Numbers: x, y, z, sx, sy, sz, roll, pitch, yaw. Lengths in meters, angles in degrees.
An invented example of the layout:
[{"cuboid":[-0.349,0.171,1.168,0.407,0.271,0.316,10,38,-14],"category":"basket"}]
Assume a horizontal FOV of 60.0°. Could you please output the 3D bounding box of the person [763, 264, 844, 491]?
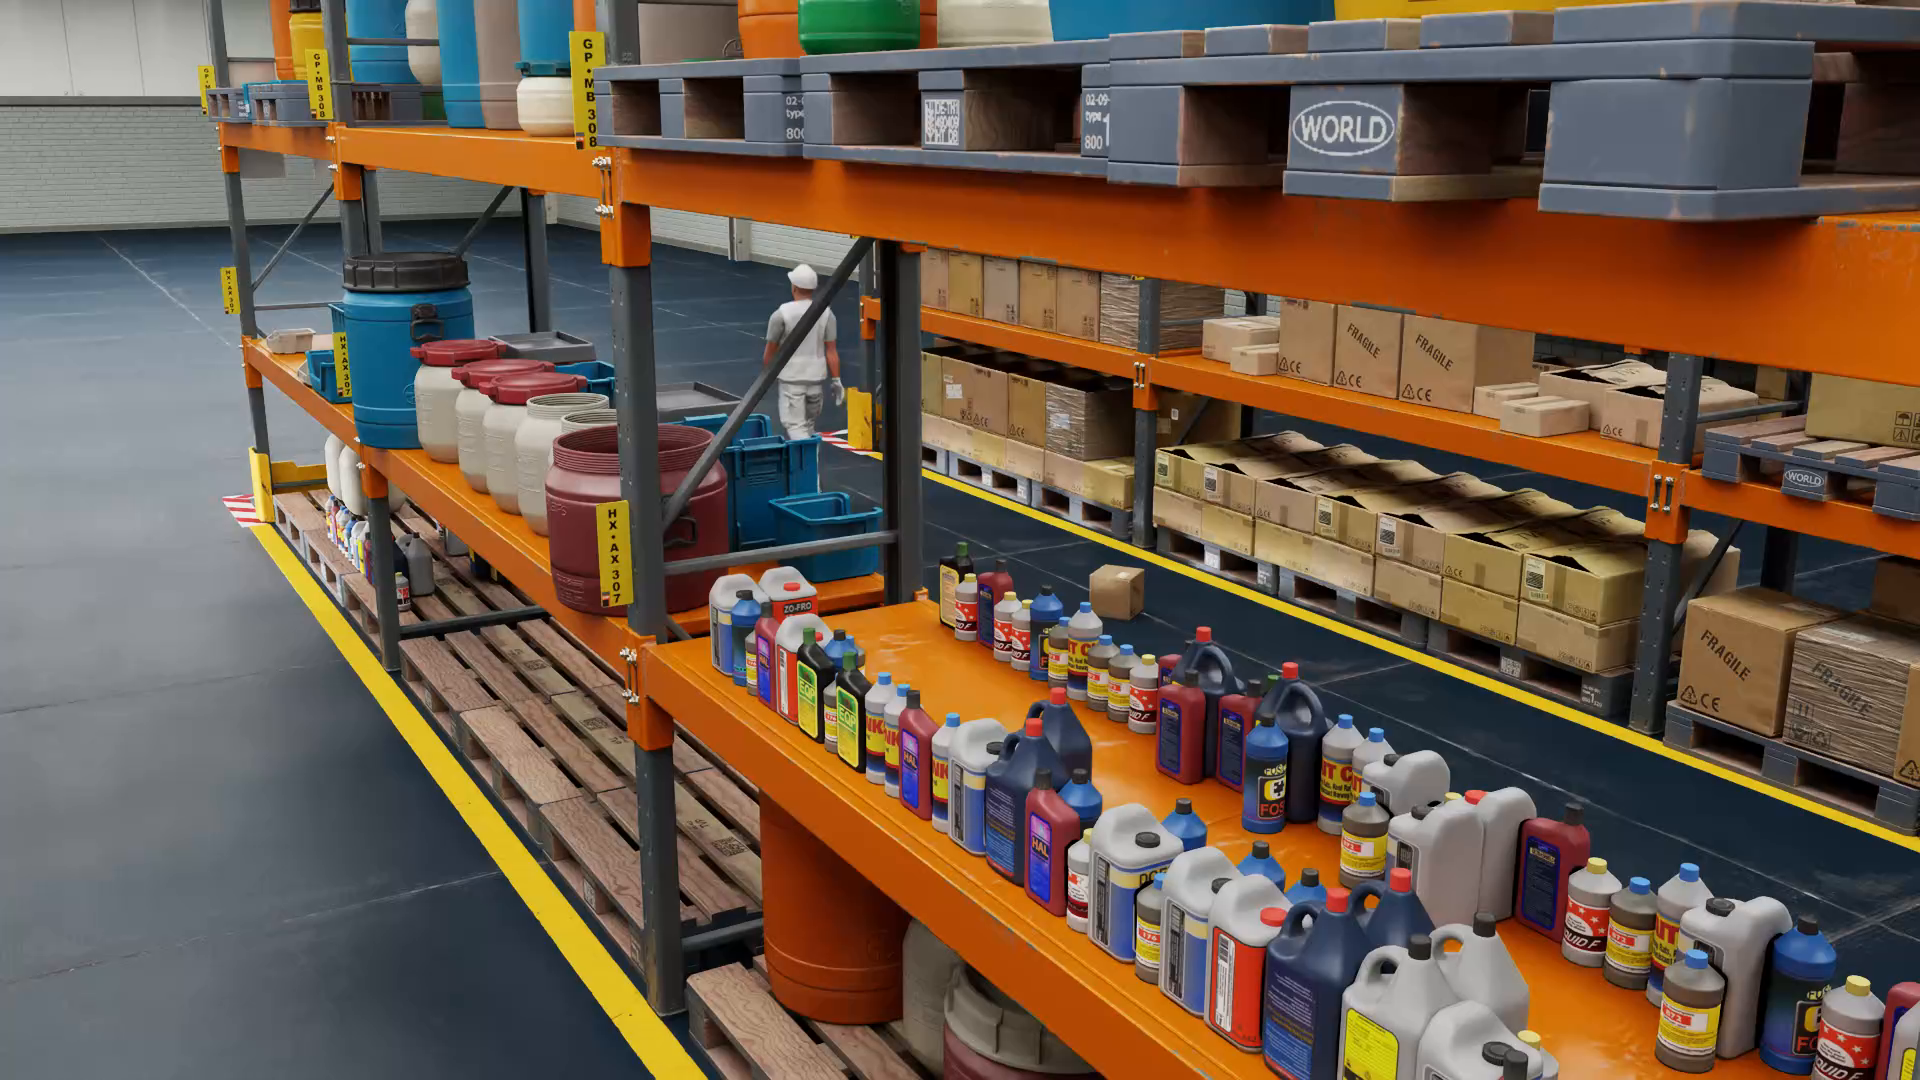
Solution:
[{"cuboid":[-1.223,-1.228,12.683,0.583,1.747,1.035,-7,16,-24],"category":"person"}]
